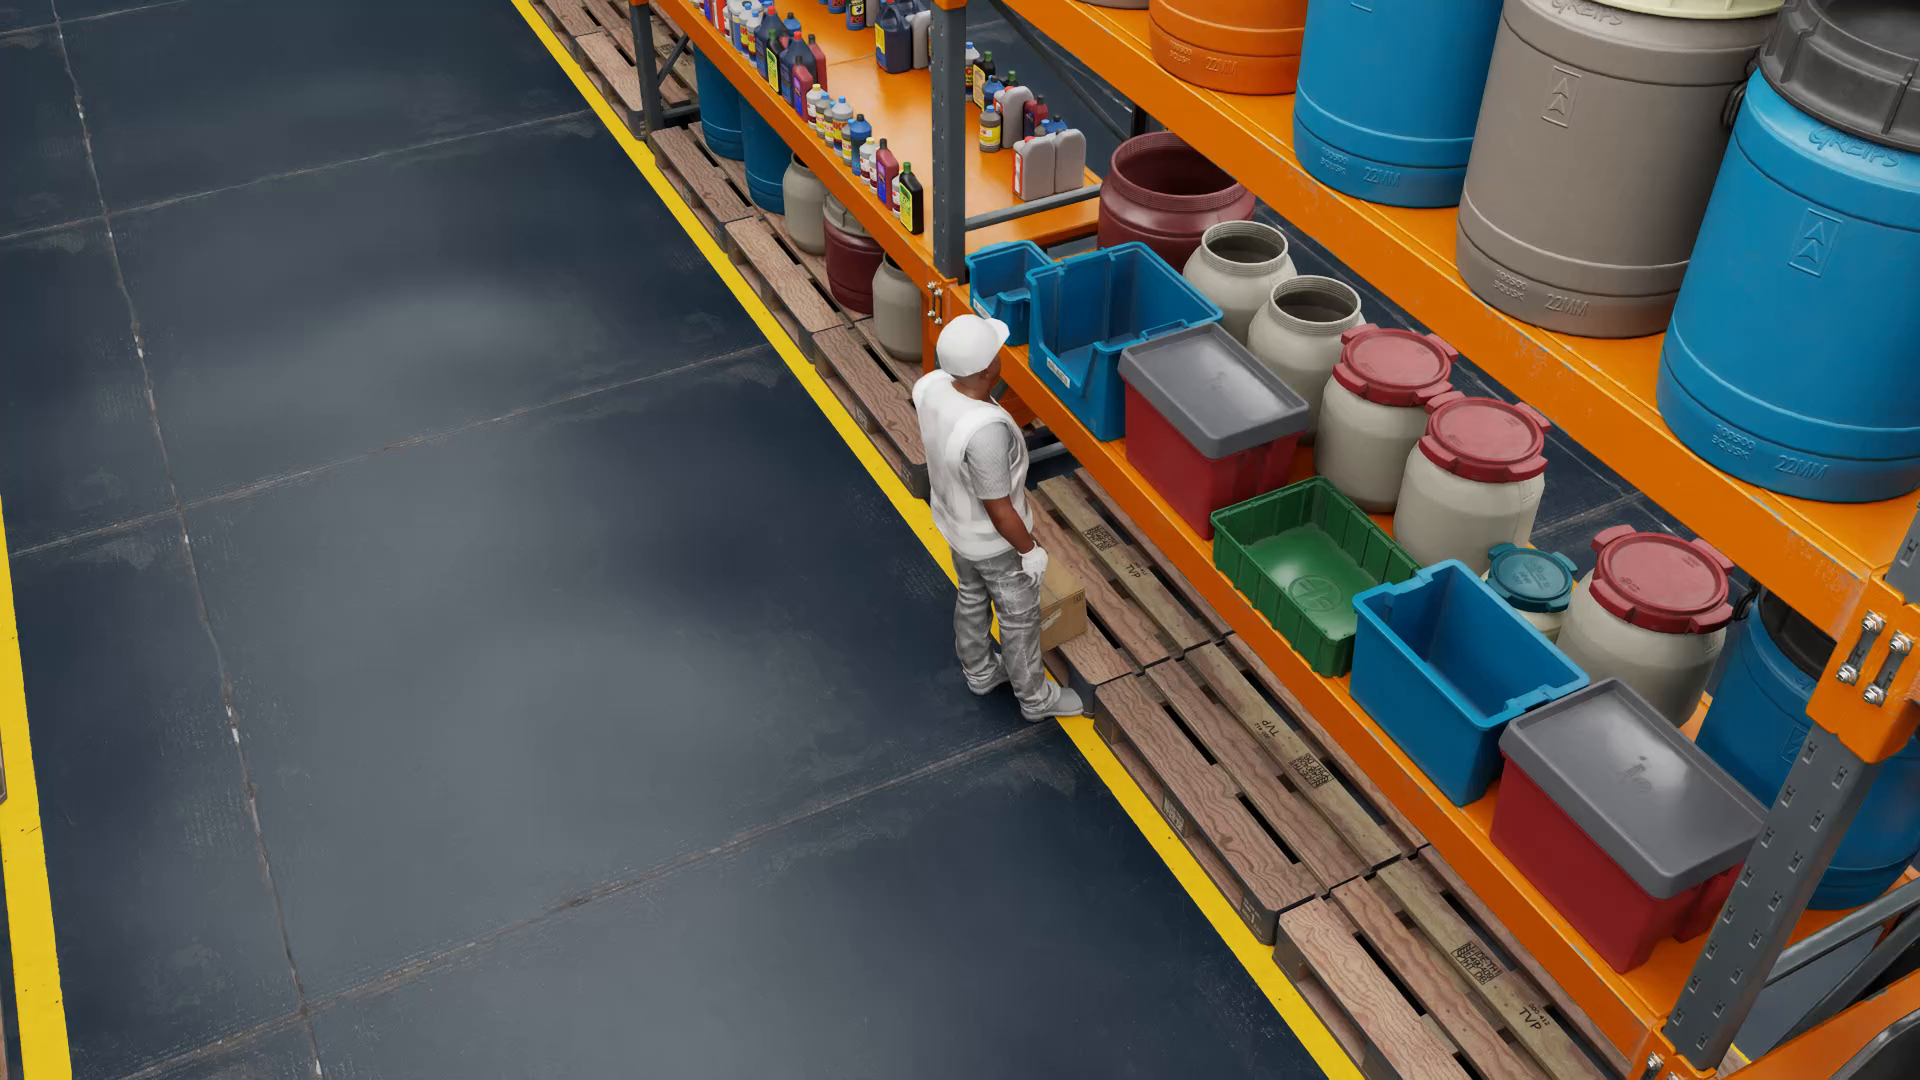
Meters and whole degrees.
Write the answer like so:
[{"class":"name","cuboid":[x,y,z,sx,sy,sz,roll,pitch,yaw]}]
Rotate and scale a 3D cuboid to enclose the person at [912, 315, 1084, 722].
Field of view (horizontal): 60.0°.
[{"class":"person","cuboid":[0.162,-0.090,6.233,0.575,1.784,0.656,-19,44,-21]}]
